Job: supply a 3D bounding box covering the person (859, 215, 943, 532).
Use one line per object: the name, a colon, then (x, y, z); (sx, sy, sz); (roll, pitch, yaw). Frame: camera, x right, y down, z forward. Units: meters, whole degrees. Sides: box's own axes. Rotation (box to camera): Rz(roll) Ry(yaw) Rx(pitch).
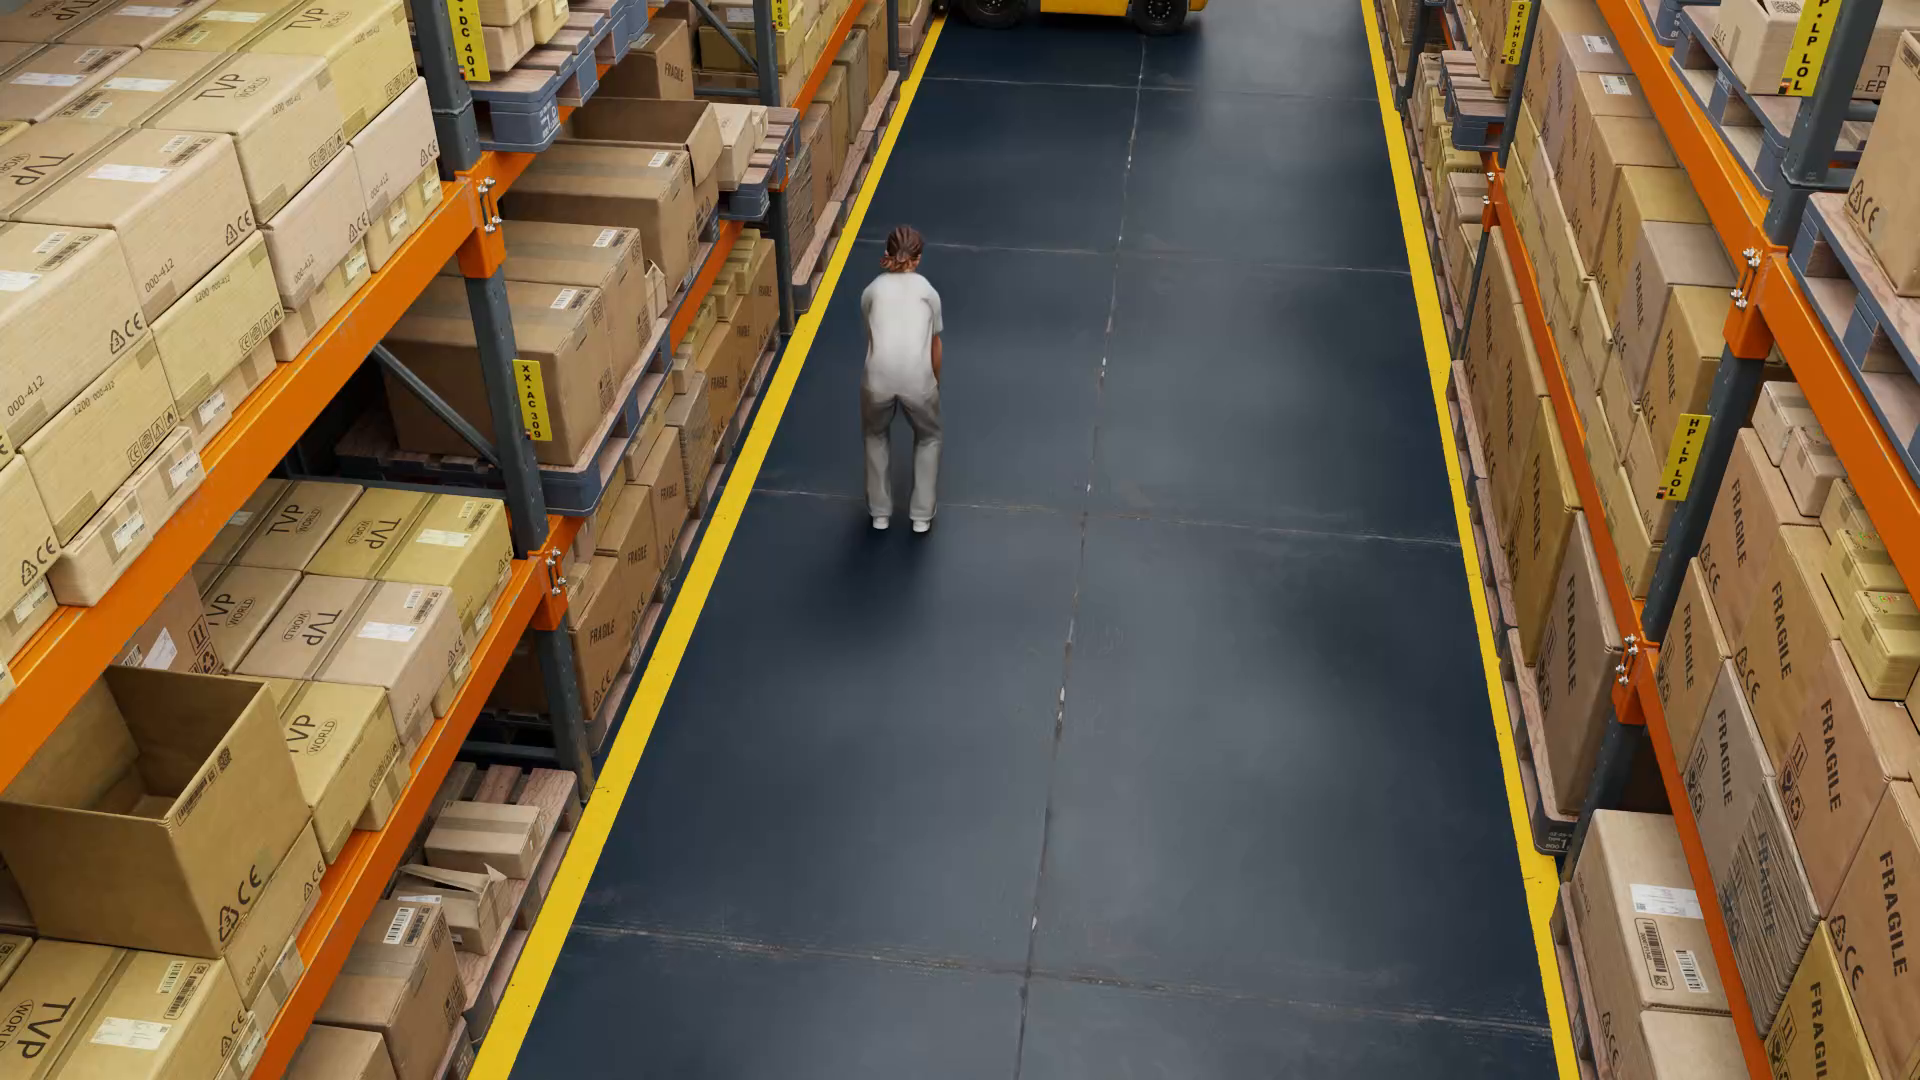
person: (-0.291, -0.809, 8.263); (0.412, 1.539, 0.629); (3, 36, 4)
